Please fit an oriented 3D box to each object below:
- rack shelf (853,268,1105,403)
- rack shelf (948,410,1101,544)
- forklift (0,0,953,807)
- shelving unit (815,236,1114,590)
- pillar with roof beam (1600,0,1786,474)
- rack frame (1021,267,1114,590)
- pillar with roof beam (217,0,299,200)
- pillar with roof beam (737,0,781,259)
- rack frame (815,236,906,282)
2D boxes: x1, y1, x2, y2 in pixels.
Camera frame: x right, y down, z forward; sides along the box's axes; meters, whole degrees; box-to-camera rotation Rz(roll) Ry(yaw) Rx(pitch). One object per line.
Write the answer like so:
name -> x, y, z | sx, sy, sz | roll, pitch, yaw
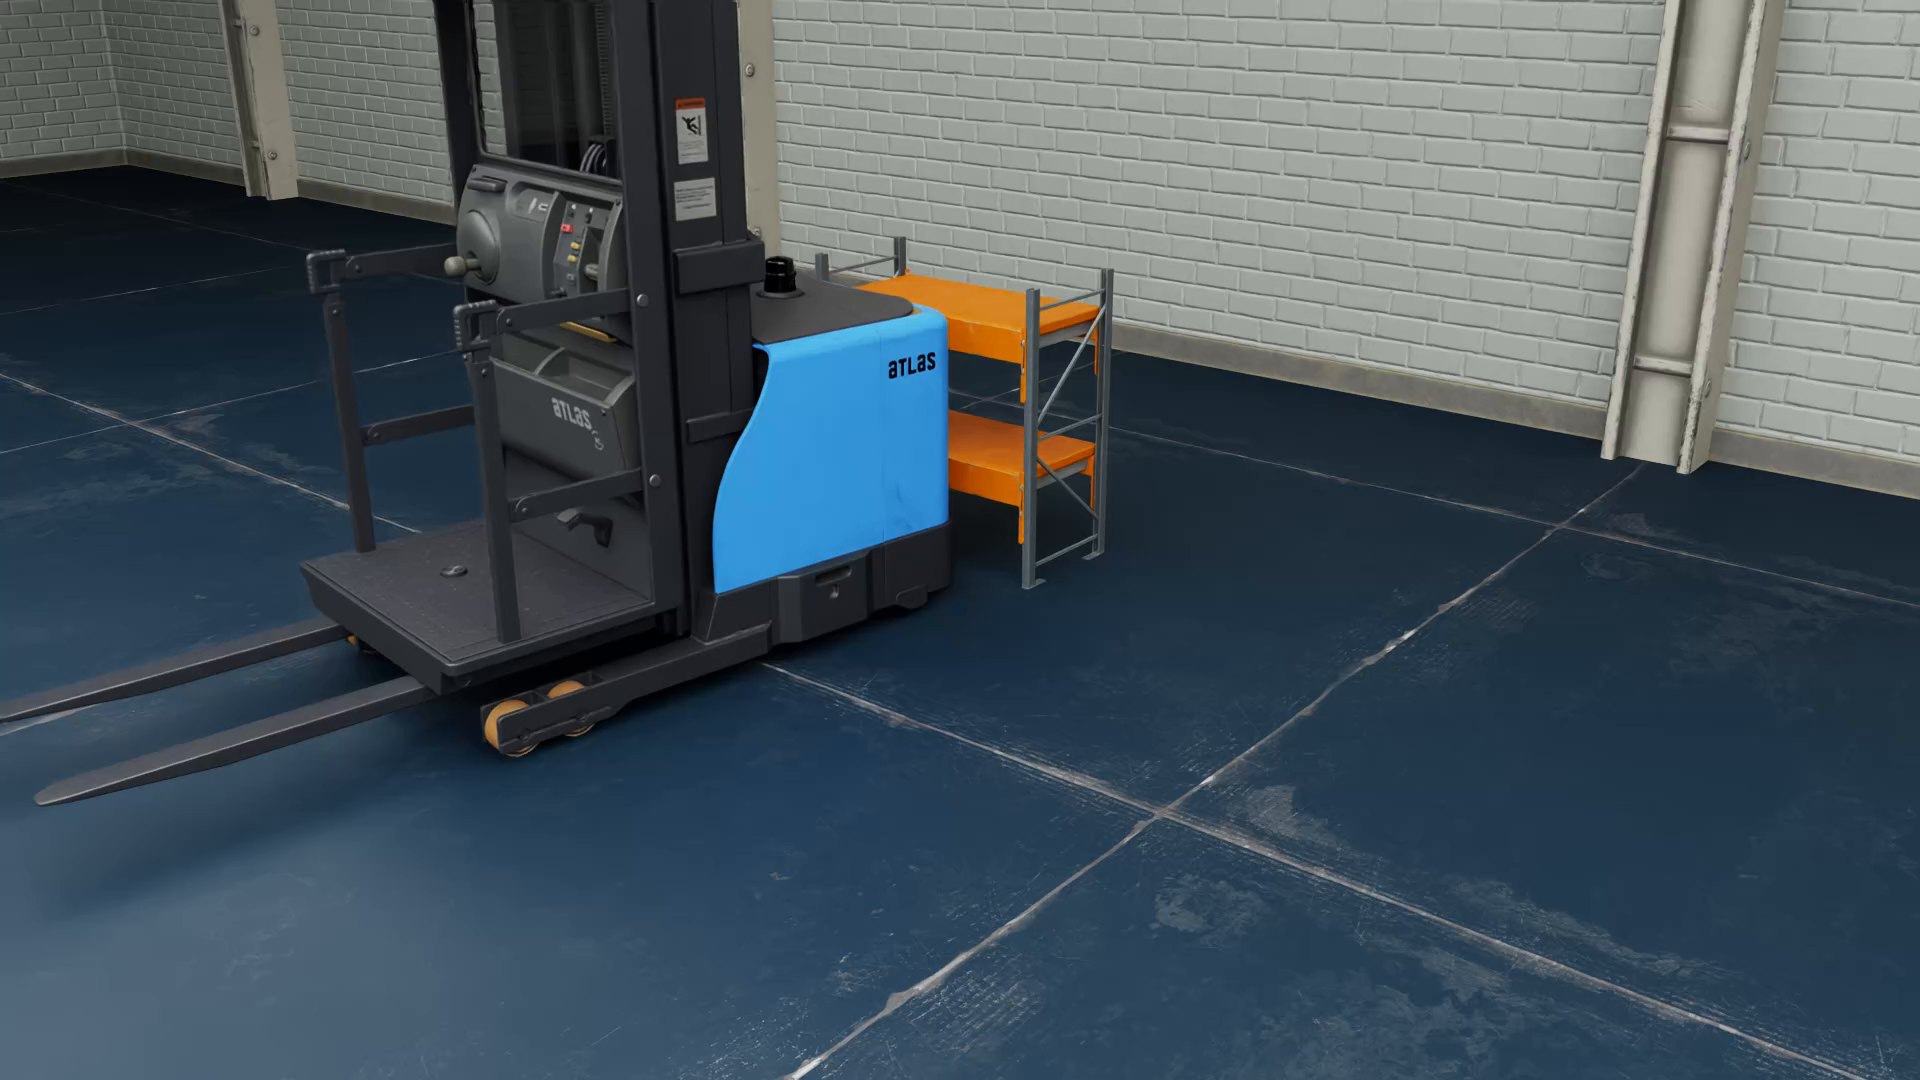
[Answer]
rack shelf -> 0.005, -0.799, 6.362 | 1.000, 0.278, 0.538 | 16, 26, 36
rack shelf -> 0.005, -0.296, 6.552 | 1.000, 0.278, 0.538 | 16, 26, 36
forklift -> -1.455, -0.933, 4.987 | 3.031, 2.935, 1.130 | -18, 27, -39
shelving unit -> 0.005, -0.525, 6.466 | 1.048, 1.125, 0.538 | 16, 26, 36
pillar with roof beam -> 0.484, -3.413, 2.964 | 0.400, 9.000, 9.100 | 16, 26, 36
rack frame -> 0.399, -0.411, 6.165 | 0.032, 1.125, 0.500 | 16, 26, 36
pillar with roof beam -> -8.813, -6.090, 10.064 | 0.400, 9.000, 9.100 | 16, 26, 36
pillar with roof beam -> -4.164, -4.751, 6.514 | 0.400, 9.000, 9.100 | 16, 26, 36
rack frame -> -0.389, -0.638, 6.766 | 0.032, 1.125, 0.500 | 16, 26, 36
